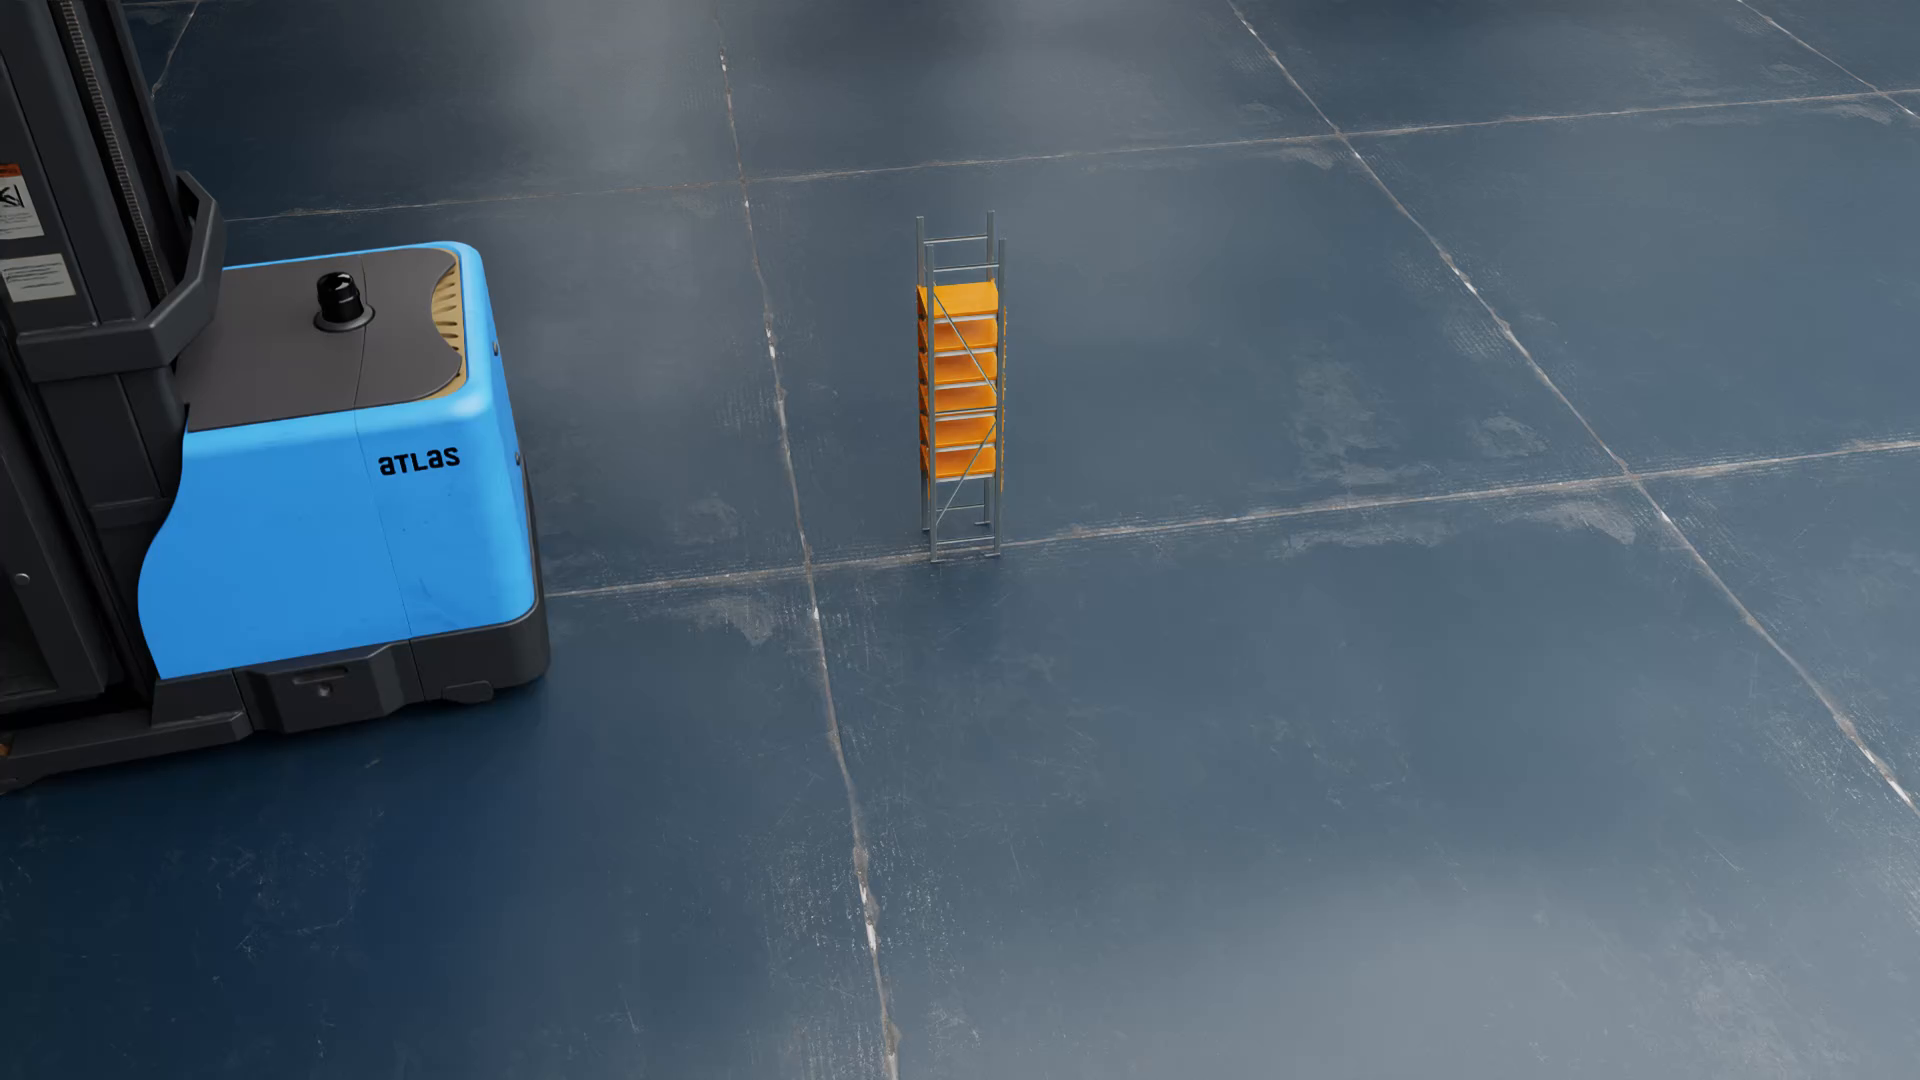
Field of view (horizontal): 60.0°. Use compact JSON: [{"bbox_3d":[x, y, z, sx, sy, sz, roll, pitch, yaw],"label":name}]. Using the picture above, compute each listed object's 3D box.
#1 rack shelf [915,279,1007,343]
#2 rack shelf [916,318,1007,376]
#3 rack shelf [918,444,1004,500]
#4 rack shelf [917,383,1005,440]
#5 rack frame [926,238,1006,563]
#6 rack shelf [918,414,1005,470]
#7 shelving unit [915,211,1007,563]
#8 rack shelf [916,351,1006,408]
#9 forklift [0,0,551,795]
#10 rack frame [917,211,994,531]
[{"bbox_3d":[0.003,-0.714,5.177,0.258,0.103,0.180,-6,38,-8],"label":"rack shelf"},{"bbox_3d":[0.003,-0.620,5.251,0.258,0.103,0.180,-6,38,-8],"label":"rack shelf"},{"bbox_3d":[0.003,-0.240,5.545,0.258,0.103,0.180,-6,38,-8],"label":"rack shelf"},{"bbox_3d":[0.003,-0.430,5.398,0.258,0.103,0.180,-6,38,-8],"label":"rack shelf"},{"bbox_3d":[0.019,-0.410,5.300,0.240,1.200,0.006,-6,38,-8],"label":"rack frame"},{"bbox_3d":[0.003,-0.335,5.472,0.258,0.103,0.180,-6,38,-8],"label":"rack shelf"},{"bbox_3d":[0.003,-0.465,5.371,0.258,1.200,0.189,-6,38,-8],"label":"shelving unit"},{"bbox_3d":[0.003,-0.525,5.324,0.258,0.103,0.180,-6,38,-8],"label":"rack shelf"},{"bbox_3d":[-2.843,-0.744,4.318,3.031,2.935,1.130,-9,39,-12],"label":"forklift"},{"bbox_3d":[-0.013,-0.520,5.442,0.240,1.200,0.006,-6,38,-8],"label":"rack frame"}]
